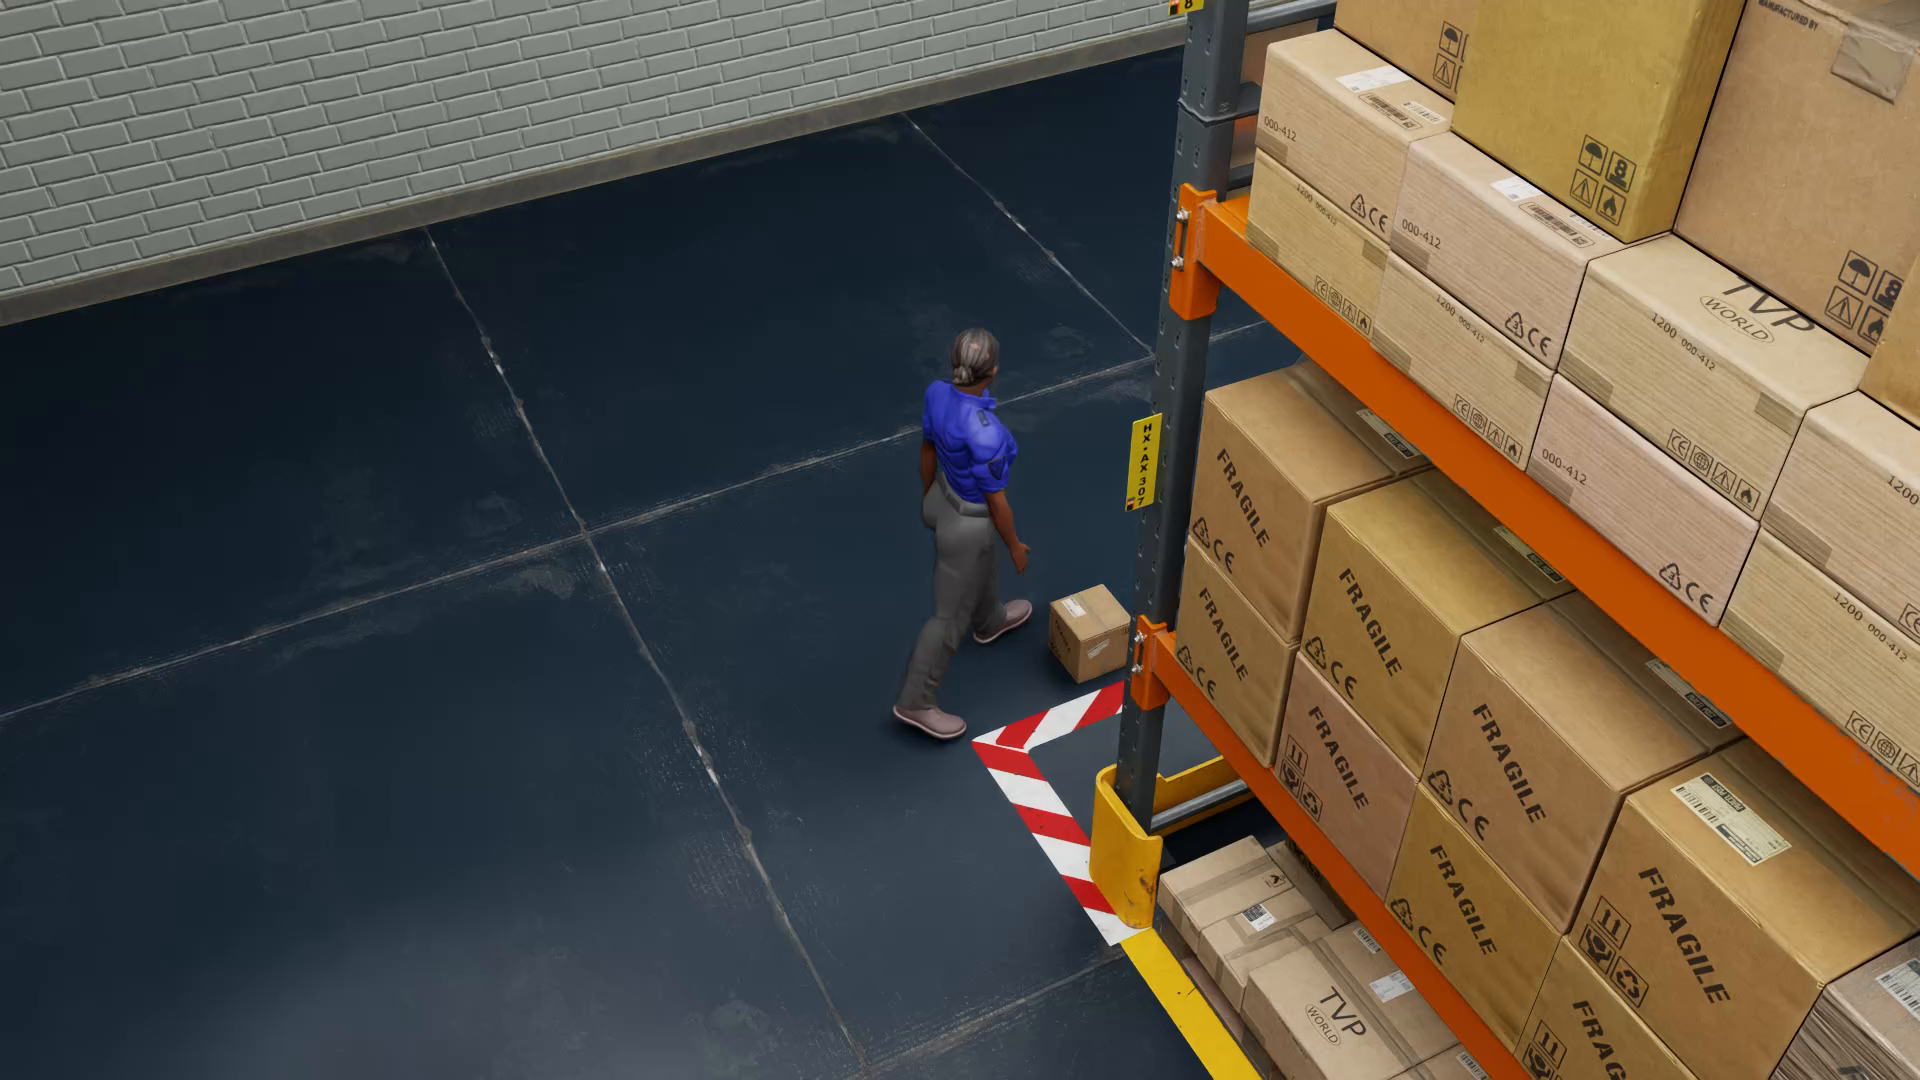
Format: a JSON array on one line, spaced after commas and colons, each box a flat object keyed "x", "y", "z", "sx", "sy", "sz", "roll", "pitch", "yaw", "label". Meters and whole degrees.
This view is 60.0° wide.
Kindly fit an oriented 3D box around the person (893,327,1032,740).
[{"x": 0.043, "y": -0.052, "z": 6.231, "sx": 0.770, "sy": 1.633, "sz": 0.590, "roll": -16, "pitch": 44, "yaw": -17, "label": "person"}]
